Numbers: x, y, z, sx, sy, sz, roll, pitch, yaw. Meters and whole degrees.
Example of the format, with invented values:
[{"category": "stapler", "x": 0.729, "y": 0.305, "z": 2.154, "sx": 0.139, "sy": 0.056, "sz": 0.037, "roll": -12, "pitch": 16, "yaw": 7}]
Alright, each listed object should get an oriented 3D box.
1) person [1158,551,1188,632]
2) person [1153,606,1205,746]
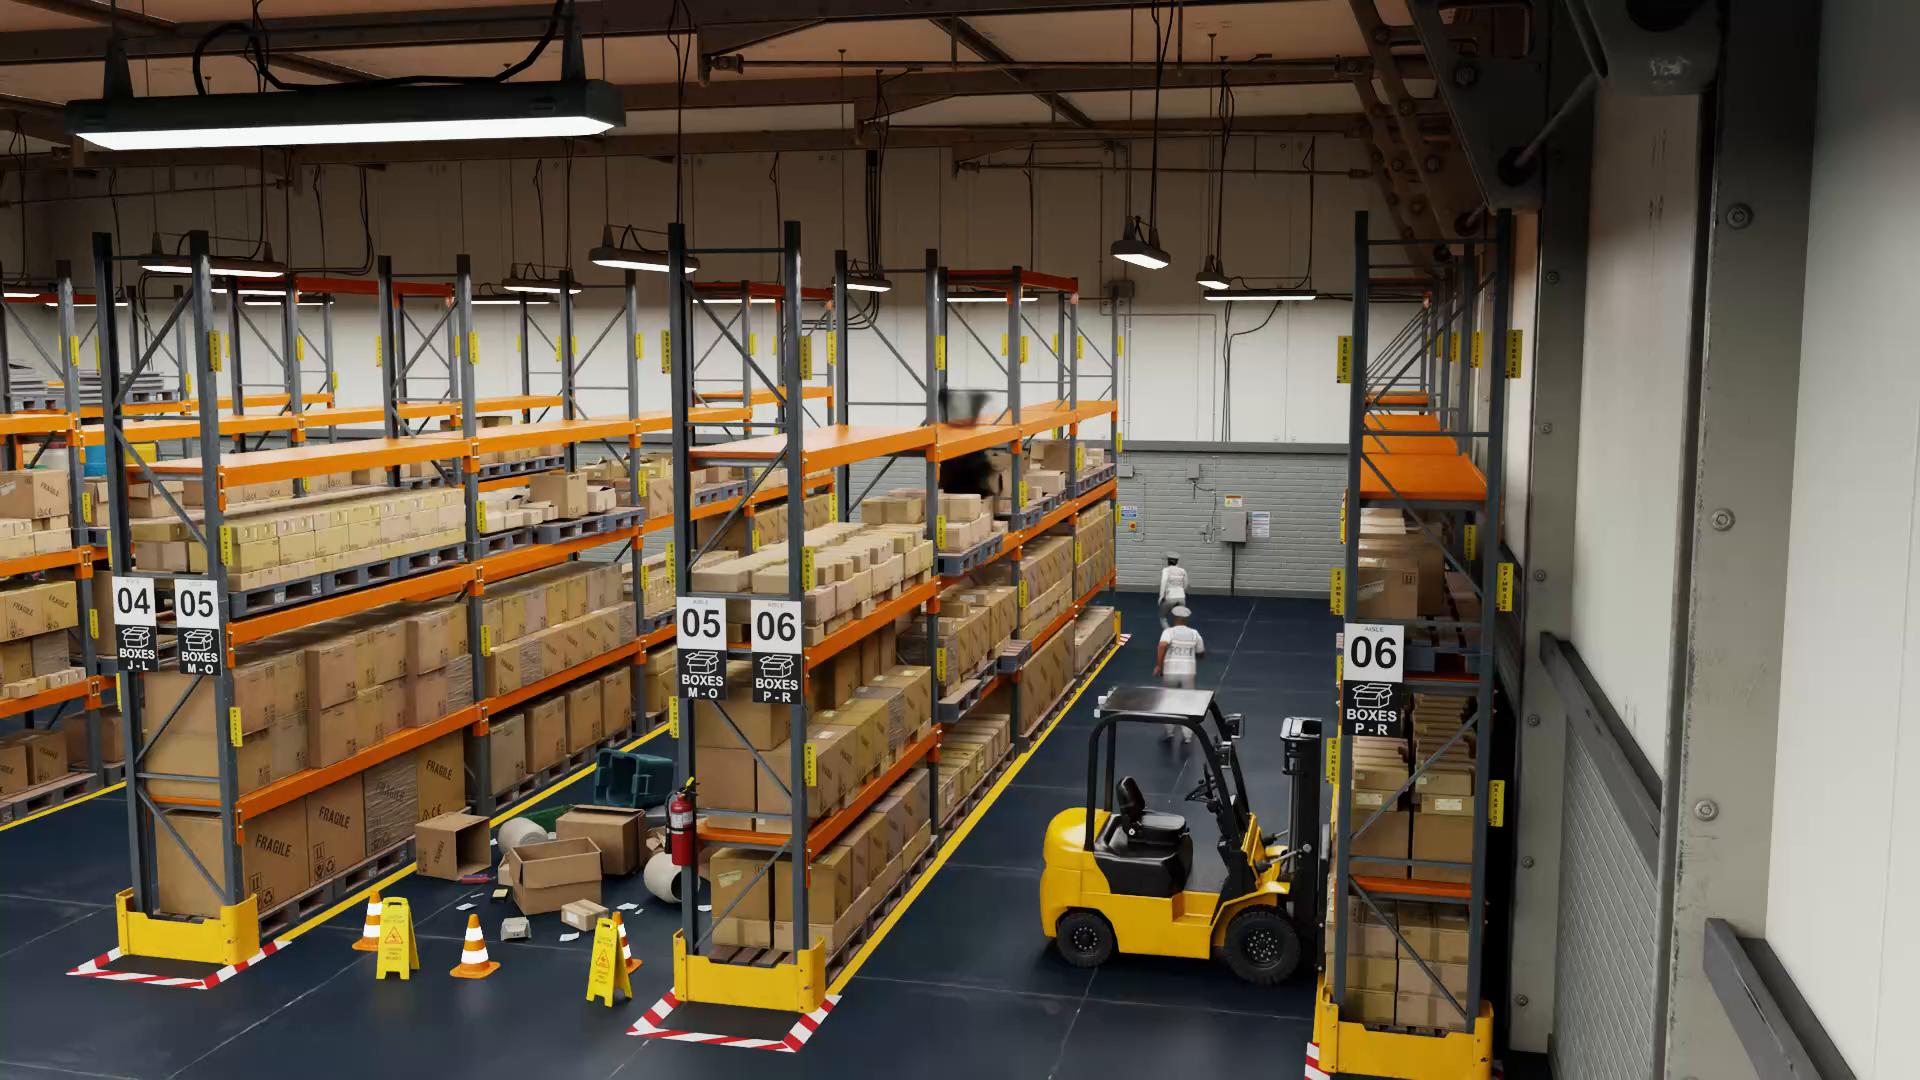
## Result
[{"category": "person", "x": 3.521, "y": 1.038, "z": 27.428, "sx": 0.611, "sy": 1.655, "sz": 0.885, "roll": -2, "pitch": 7, "yaw": -14}, {"category": "person", "x": 2.776, "y": 1.744, "z": 21.060, "sx": 0.667, "sy": 1.755, "sz": 1.000, "roll": 0, "pitch": 7, "yaw": 2}]
